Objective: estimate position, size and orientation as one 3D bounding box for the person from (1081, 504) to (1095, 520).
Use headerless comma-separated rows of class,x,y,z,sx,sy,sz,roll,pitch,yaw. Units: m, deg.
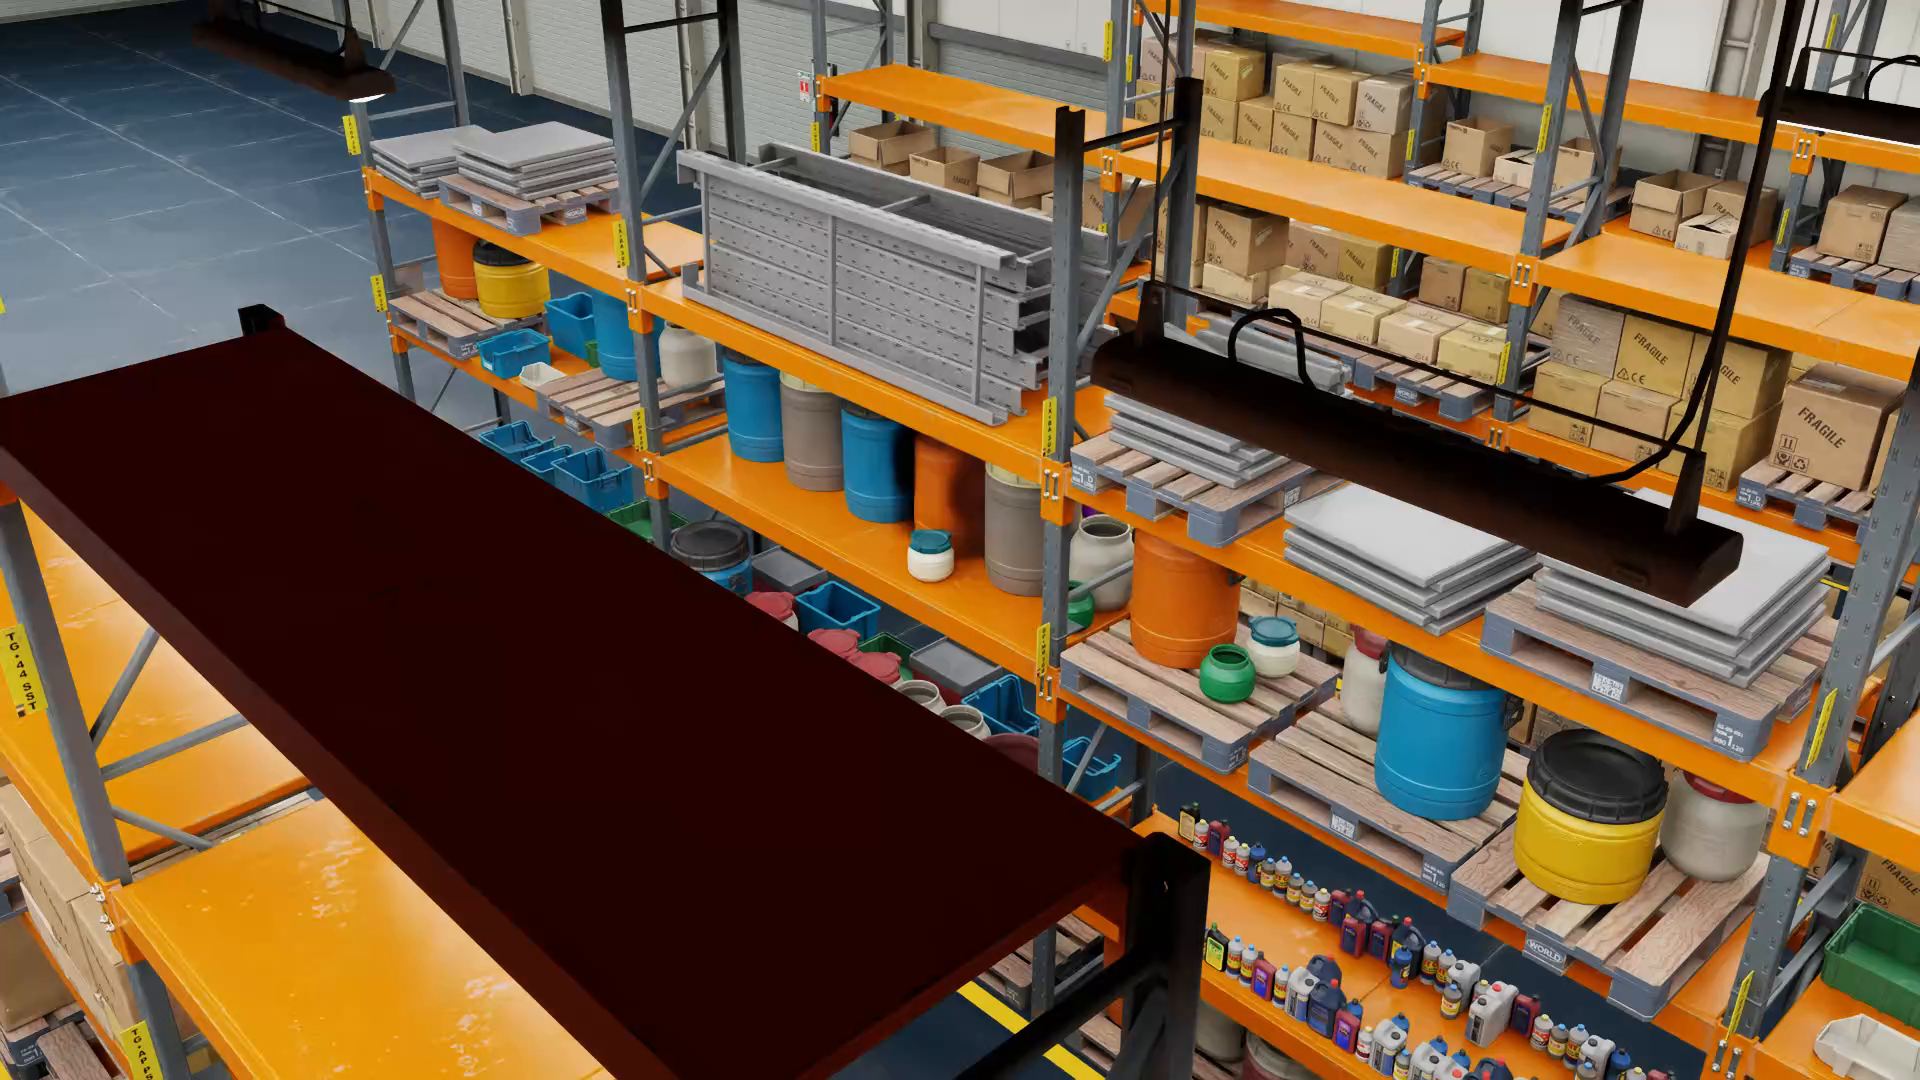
person,0.892,0.100,14.689,0.603,1.770,0.478,-3,28,-6
